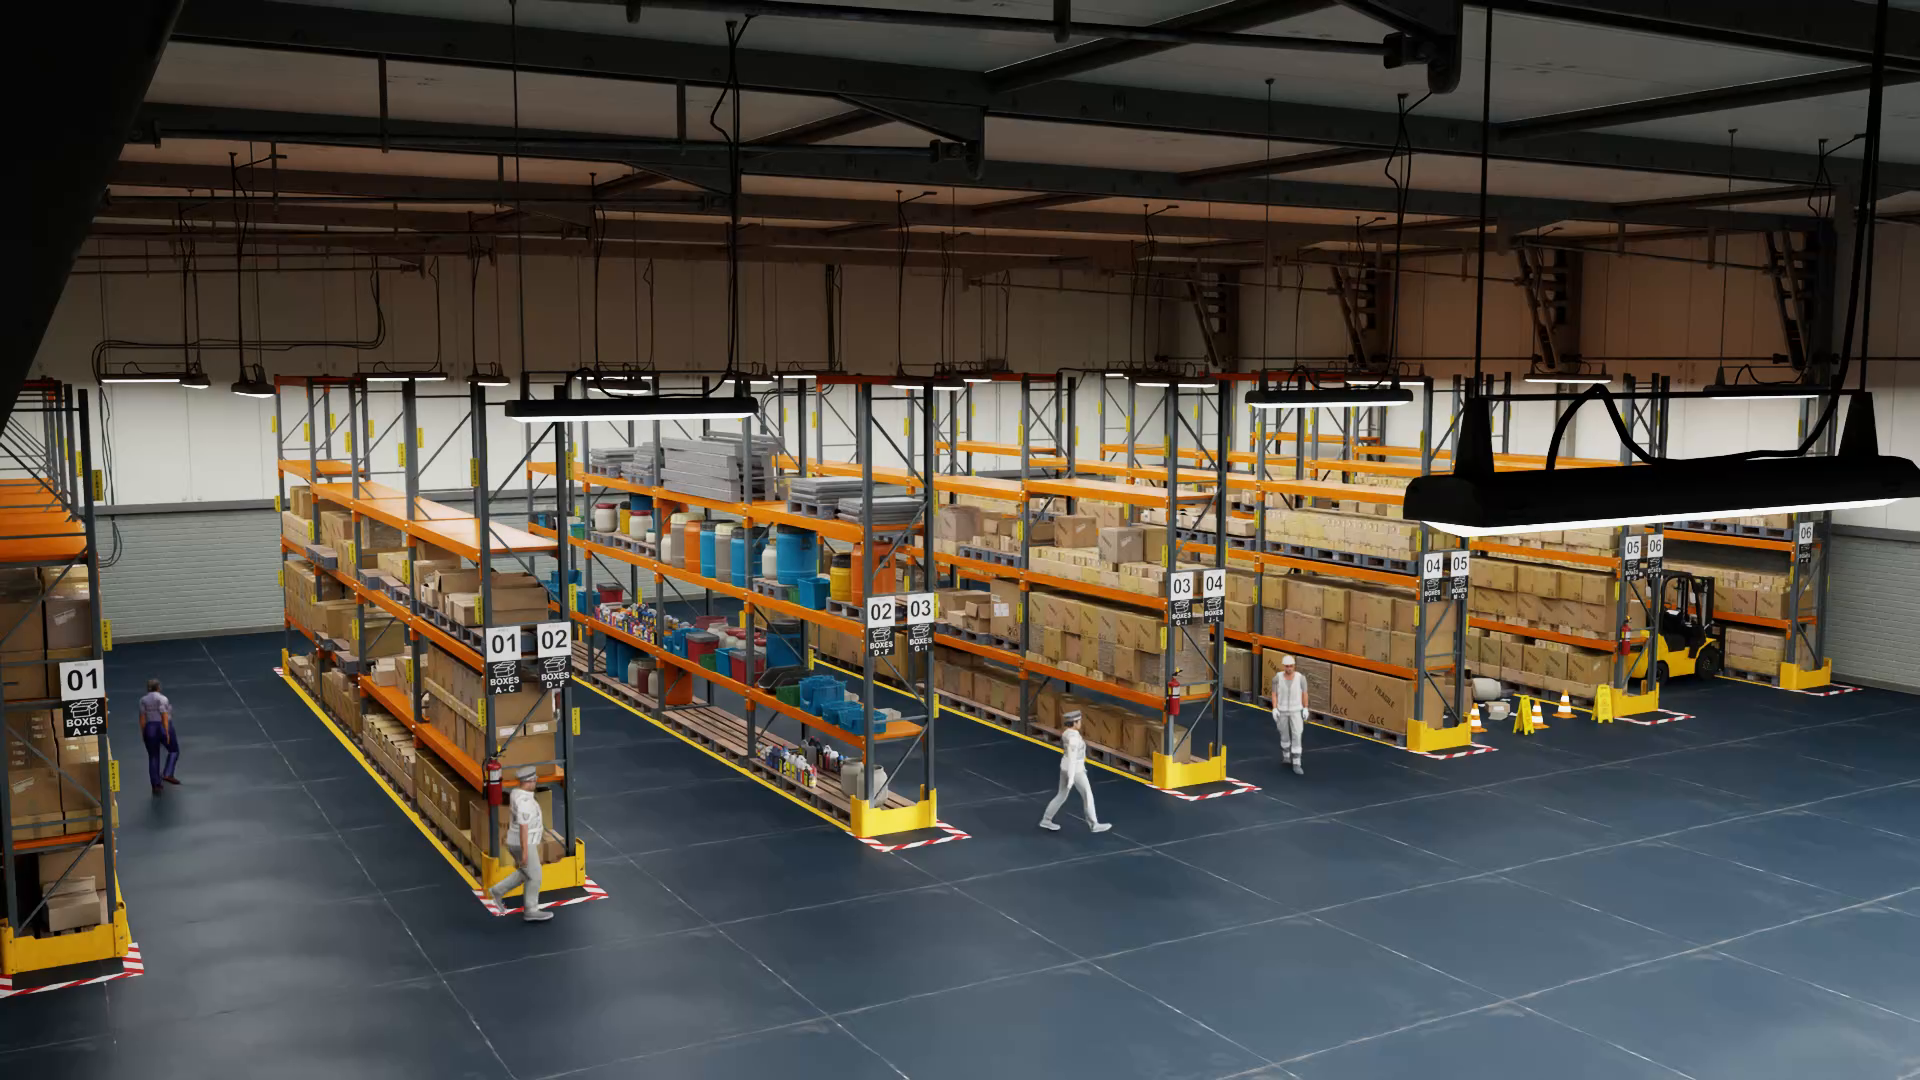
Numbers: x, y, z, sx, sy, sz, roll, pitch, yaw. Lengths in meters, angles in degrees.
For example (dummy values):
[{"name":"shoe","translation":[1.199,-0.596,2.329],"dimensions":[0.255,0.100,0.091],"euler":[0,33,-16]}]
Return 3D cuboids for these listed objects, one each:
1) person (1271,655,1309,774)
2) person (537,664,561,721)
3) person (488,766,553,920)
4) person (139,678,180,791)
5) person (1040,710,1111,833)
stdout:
[{"name":"person","translation":[5.068,2.638,25.581],"dimensions":[0.563,1.746,0.900],"euler":[2,7,17]},{"name":"person","translation":[-6.423,2.644,25.541],"dimensions":[0.605,1.782,0.457],"euler":[-3,7,-27]},{"name":"person","translation":[-4.952,3.405,18.698],"dimensions":[0.703,1.734,0.558],"euler":[-1,6,-10]},{"name":"person","translation":[-11.758,2.851,24.402],"dimensions":[0.537,1.622,0.456],"euler":[-1,6,-11]},{"name":"person","translation":[1.538,3.093,22.232],"dimensions":[0.883,1.643,0.505],"euler":[-2,7,-19]}]
